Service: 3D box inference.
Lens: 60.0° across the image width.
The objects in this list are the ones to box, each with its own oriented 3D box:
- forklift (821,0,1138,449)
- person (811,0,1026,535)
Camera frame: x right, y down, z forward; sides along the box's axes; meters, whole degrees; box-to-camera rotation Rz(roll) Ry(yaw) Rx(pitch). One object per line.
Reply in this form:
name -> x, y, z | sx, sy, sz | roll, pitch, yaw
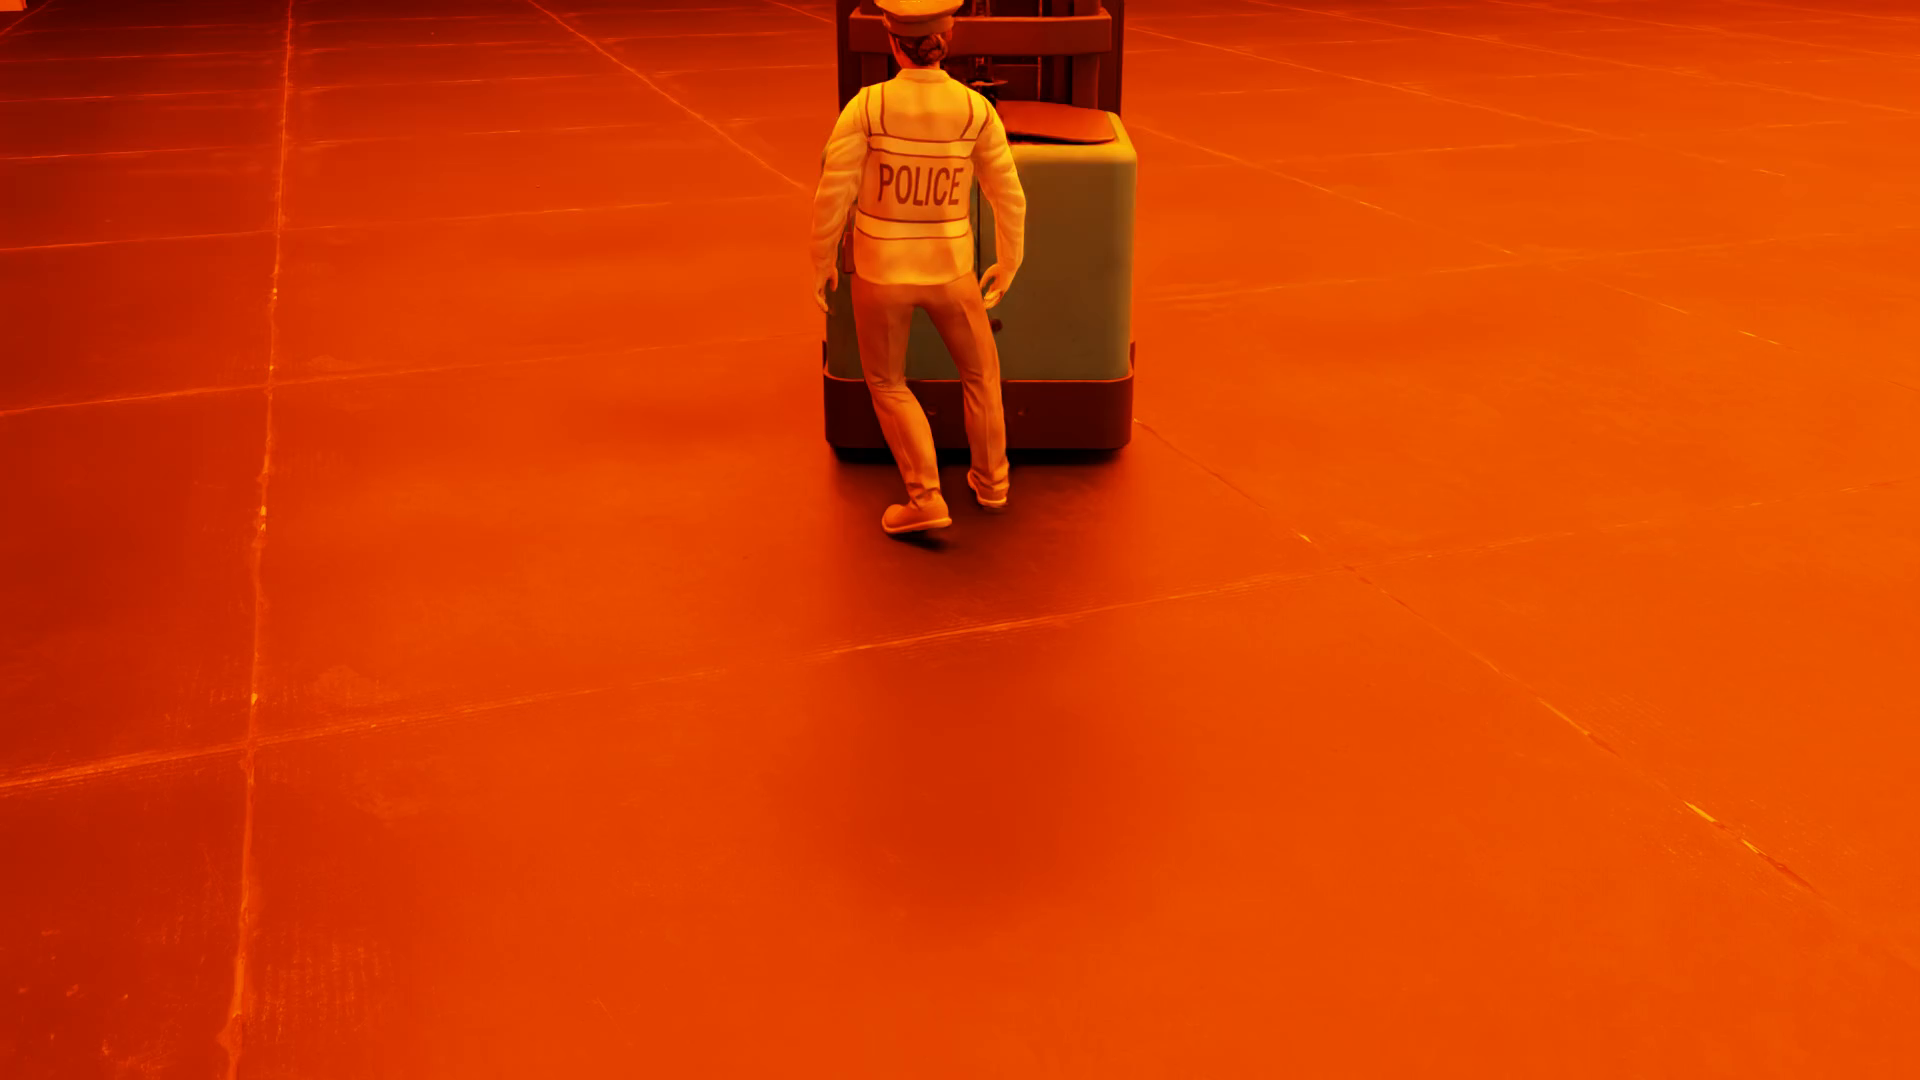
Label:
forklift -> 0.080, -2.180, 6.482 | 1.130, 2.935, 3.031 | 0, 23, 1
person -> -0.131, -0.828, 4.947 | 0.639, 1.636, 0.602 | -4, 23, -10
